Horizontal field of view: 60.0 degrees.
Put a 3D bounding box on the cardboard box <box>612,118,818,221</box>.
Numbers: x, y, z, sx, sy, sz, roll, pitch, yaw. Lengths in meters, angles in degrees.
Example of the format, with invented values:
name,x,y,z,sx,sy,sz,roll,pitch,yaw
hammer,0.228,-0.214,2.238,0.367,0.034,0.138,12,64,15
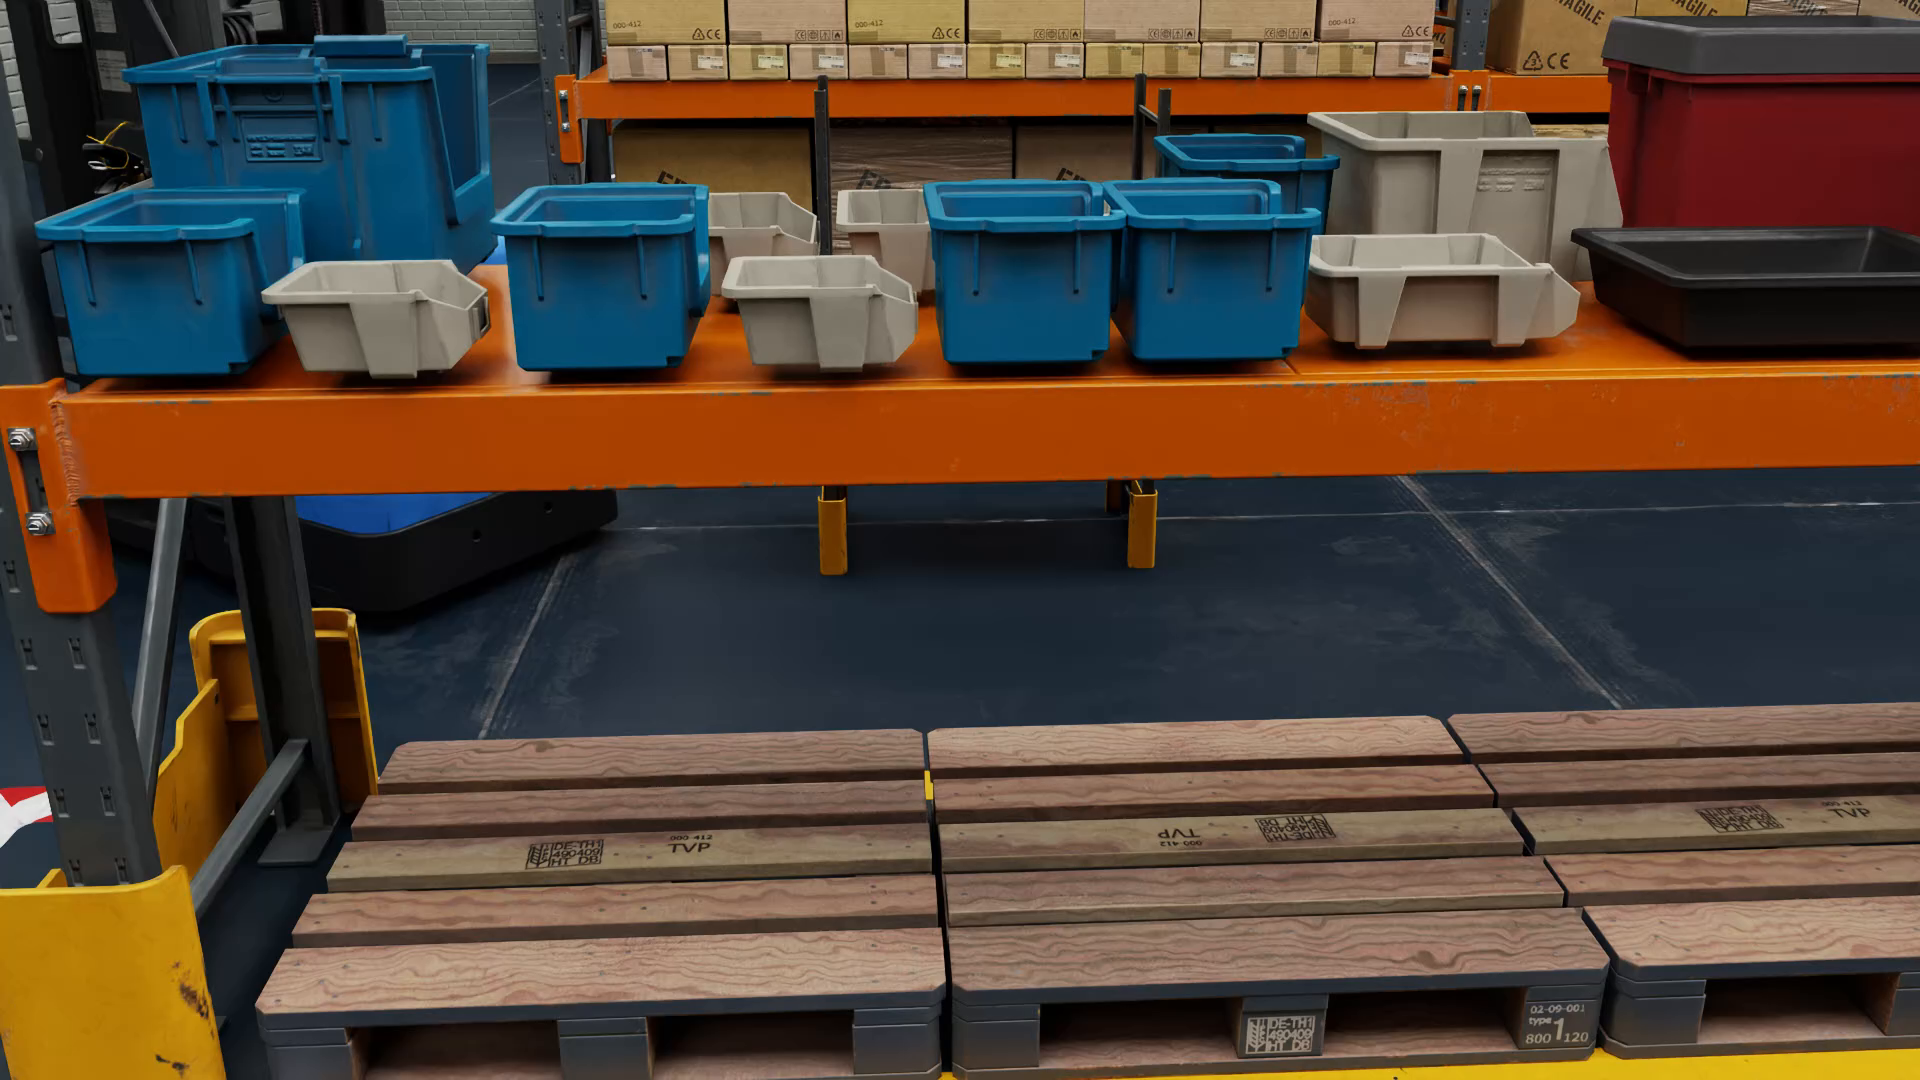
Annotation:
name,x,y,z,sx,sy,sz,roll,pitch,yaw
cardboard box,-1.132,-1.578,7.947,0.875,0.875,0.875,-1,21,-3

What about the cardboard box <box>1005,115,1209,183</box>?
name,x,y,z,sx,sy,sz,roll,pitch,yaw
cardboard box,0.665,-1.615,8.043,0.875,0.875,0.875,-1,21,-3

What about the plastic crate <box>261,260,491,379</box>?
name,x,y,z,sx,sy,sz,roll,pitch,yaw
plastic crate,-0.893,-0.344,2.595,0.298,0.136,0.250,-1,21,-3

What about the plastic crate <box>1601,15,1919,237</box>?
name,x,y,z,sx,sy,sz,roll,pitch,yaw
plastic crate,1.604,-0.784,3.291,0.583,0.464,0.402,-1,21,-3

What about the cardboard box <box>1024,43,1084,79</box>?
name,x,y,z,sx,sy,sz,roll,pitch,yaw
cardboard box,0.404,-2.144,7.389,0.250,0.149,0.380,-1,21,-2

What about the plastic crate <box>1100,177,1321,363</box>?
name,x,y,z,sx,sy,sz,roll,pitch,yaw
plastic crate,0.396,-0.445,2.725,0.300,0.233,0.416,-1,21,-3

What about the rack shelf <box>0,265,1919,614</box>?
name,x,y,z,sx,sy,sz,roll,pitch,yaw
rack shelf,0.513,-0.279,3.148,4.000,0.370,1.077,-1,21,-3

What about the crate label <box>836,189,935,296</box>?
name,x,y,z,sx,sy,sz,roll,pitch,yaw
crate label,-0.113,-0.575,3.201,0.243,0.136,0.396,-1,21,-3

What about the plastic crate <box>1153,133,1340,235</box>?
name,x,y,z,sx,sy,sz,roll,pitch,yaw
plastic crate,0.552,-0.657,3.281,0.300,0.233,0.416,-1,21,-3

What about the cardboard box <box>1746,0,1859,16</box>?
name,x,y,z,sx,sy,sz,roll,pitch,yaw
cardboard box,3.702,-2.403,7.575,0.500,0.500,0.500,-2,21,-4

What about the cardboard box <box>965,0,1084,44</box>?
name,x,y,z,sx,sy,sz,roll,pitch,yaw
cardboard box,0.269,-2.351,7.372,0.500,0.250,0.500,-2,21,-4

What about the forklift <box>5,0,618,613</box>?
name,x,y,z,sx,sy,sz,roll,pitch,yaw
forklift,-2.679,-1.518,5.489,3.031,2.935,1.130,12,24,30

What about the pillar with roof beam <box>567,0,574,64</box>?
name,x,y,z,sx,sy,sz,roll,pitch,yaw
pillar with roof beam,-5.117,-9.157,17.025,0.400,9.000,9.100,-1,21,-3

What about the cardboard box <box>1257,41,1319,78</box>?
name,x,y,z,sx,sy,sz,roll,pitch,yaw
cardboard box,1.428,-2.164,7.443,0.250,0.149,0.380,-2,21,-4

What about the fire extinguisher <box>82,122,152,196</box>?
name,x,y,z,sx,sy,sz,roll,pitch,yaw
fire extinguisher,-1.660,-0.522,3.409,0.183,0.674,0.296,-1,21,-3

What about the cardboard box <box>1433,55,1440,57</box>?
name,x,y,z,sx,sy,sz,roll,pitch,yaw
cardboard box,3.329,-3.490,12.441,0.500,0.250,0.500,-1,21,-2

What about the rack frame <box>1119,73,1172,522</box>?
name,x,y,z,sx,sy,sz,roll,pitch,yaw
rack frame,0.593,-0.713,5.386,0.032,1.500,0.500,-1,21,-3

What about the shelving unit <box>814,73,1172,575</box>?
name,x,y,z,sx,sy,sz,roll,pitch,yaw
shelving unit,0.076,-0.702,5.358,1.083,1.500,0.587,-1,21,-3

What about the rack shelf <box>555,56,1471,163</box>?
name,x,y,z,sx,sy,sz,roll,pitch,yaw
rack shelf,0.230,-2.038,7.769,4.000,0.370,1.077,-1,21,-3

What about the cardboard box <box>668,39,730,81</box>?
name,x,y,z,sx,sy,sz,roll,pitch,yaw
cardboard box,-1.137,-2.112,7.305,0.250,0.149,0.380,-1,21,-4

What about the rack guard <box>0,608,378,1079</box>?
name,x,y,z,sx,sy,sz,roll,pitch,yaw
rack guard,-1.507,0.599,3.345,0.348,0.500,1.175,-1,21,-3

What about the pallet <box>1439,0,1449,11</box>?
name,x,y,z,sx,sy,sz,roll,pitch,yaw
pallet,4.064,-4.116,12.485,1.213,0.211,1.003,-1,21,-3

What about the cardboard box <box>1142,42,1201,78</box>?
name,x,y,z,sx,sy,sz,roll,pitch,yaw
cardboard box,0.914,-2.154,7.415,0.250,0.149,0.380,-1,21,-2

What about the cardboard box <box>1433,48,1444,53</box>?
name,x,y,z,sx,sy,sz,roll,pitch,yaw
cardboard box,3.815,-3.684,12.950,0.500,0.250,0.500,-2,21,-5

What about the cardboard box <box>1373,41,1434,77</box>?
name,x,y,z,sx,sy,sz,roll,pitch,yaw
cardboard box,1.941,-2.175,7.471,0.250,0.149,0.380,-1,21,-3

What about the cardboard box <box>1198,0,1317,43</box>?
name,x,y,z,sx,sy,sz,roll,pitch,yaw
cardboard box,1.285,-2.370,7.423,0.500,0.250,0.500,-1,21,-1

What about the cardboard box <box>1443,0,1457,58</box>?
name,x,y,z,sx,sy,sz,roll,pitch,yaw
cardboard box,2.678,-2.568,8.010,0.500,0.500,0.500,-1,21,-3

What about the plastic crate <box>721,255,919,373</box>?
name,x,y,z,sx,sy,sz,roll,pitch,yaw
plastic crate,-0.216,-0.358,2.631,0.298,0.136,0.250,-1,21,-3

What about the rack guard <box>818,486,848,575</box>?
name,x,y,z,sx,sy,sz,roll,pitch,yaw
rack guard,-0.421,-0.108,5.554,0.087,0.250,0.587,-1,21,-3

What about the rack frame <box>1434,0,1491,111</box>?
name,x,y,z,sx,sy,sz,roll,pitch,yaw
rack frame,2.227,-2.415,7.748,0.127,3.000,1.000,-1,21,-3

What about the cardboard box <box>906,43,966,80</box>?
name,x,y,z,sx,sy,sz,roll,pitch,yaw
cardboard box,-0.110,-2.133,7.361,0.250,0.149,0.380,-1,21,-4

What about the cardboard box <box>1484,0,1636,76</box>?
name,x,y,z,sx,sy,sz,roll,pitch,yaw
cardboard box,2.701,-2.382,7.521,0.500,0.500,0.500,-1,21,-3

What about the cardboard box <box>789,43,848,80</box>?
name,x,y,z,sx,sy,sz,roll,pitch,yaw
cardboard box,-0.621,-2.123,7.334,0.250,0.149,0.380,-1,21,-4

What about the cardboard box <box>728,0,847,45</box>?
name,x,y,z,sx,sy,sz,roll,pitch,yaw
cardboard box,-0.753,-2.329,7.316,0.500,0.250,0.500,-1,21,-4

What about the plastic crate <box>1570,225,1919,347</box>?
name,x,y,z,sx,sy,sz,roll,pitch,yaw
plastic crate,1.408,-0.437,2.854,0.590,0.125,0.437,-1,21,-3

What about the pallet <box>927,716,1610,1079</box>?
name,x,y,z,sx,sy,sz,roll,pitch,yaw
pallet,0.557,0.702,3.479,1.213,0.211,1.003,-1,21,-3
